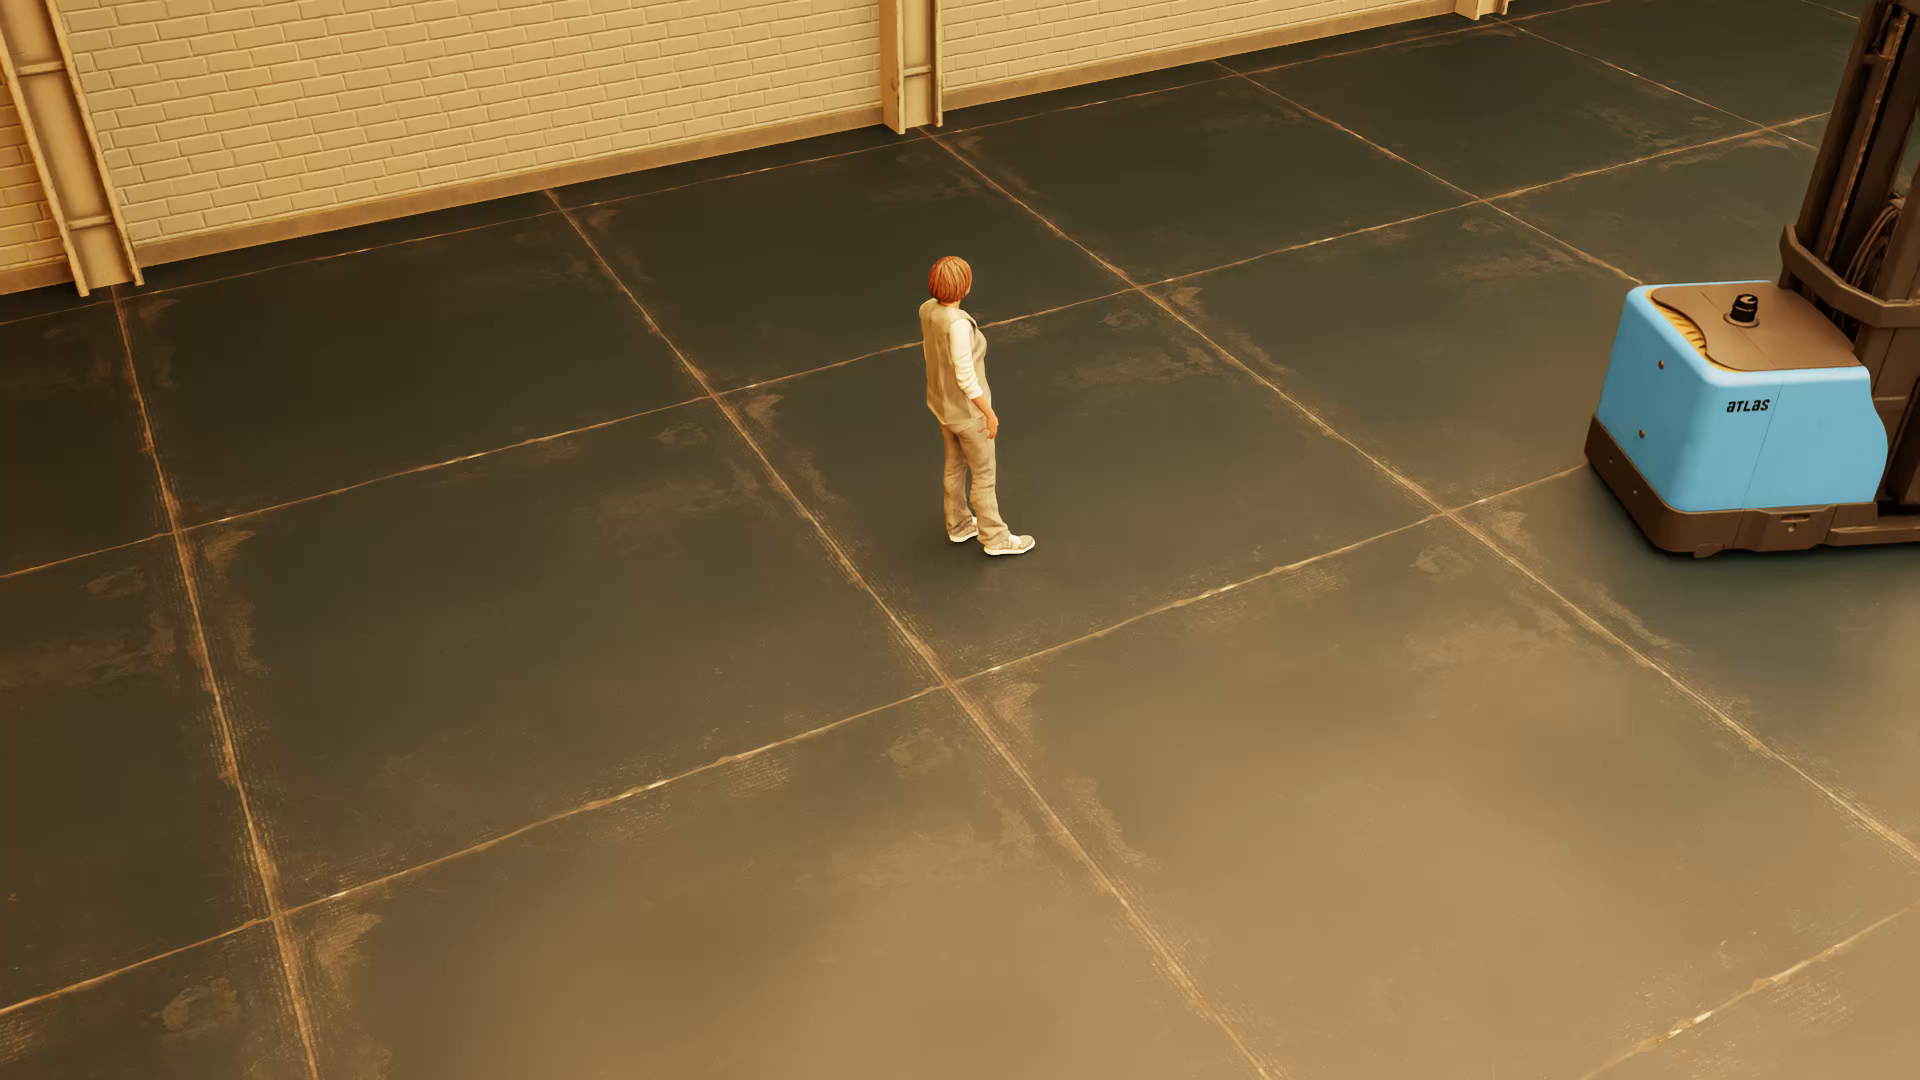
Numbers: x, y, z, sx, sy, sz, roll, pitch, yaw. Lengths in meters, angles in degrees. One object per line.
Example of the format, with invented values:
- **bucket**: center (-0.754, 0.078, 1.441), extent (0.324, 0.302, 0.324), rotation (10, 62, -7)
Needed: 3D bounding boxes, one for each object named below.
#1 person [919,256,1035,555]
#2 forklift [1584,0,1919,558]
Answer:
- **person**: center (0.072, -0.671, 8.215), extent (0.475, 1.597, 0.520), rotation (-17, 39, -23)
- **forklift**: center (5.010, -1.456, 8.183), extent (3.031, 2.935, 1.130), rotation (-3, 35, -5)
